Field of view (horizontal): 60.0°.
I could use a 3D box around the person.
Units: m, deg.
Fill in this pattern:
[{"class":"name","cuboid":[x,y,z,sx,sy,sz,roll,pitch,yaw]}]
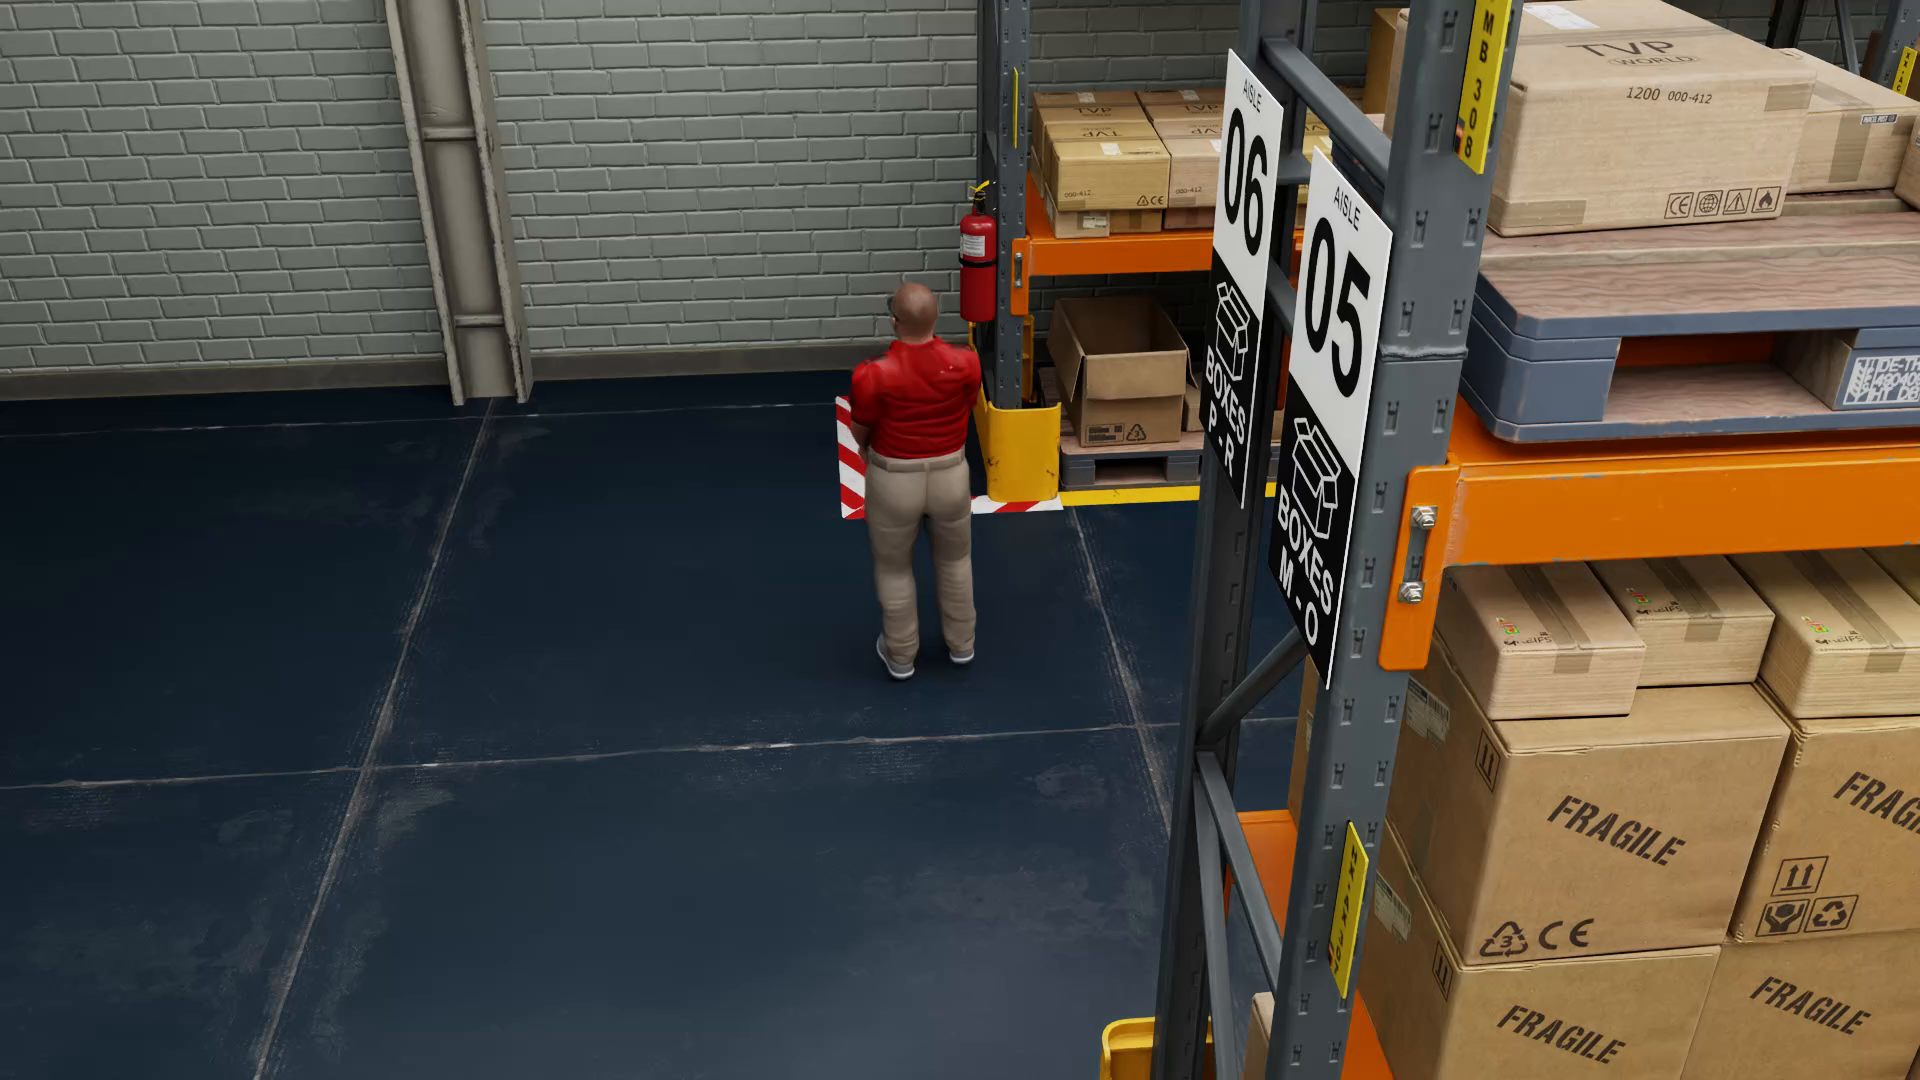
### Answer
[{"class":"person","cuboid":[-0.183,-0.259,6.580,0.547,1.728,0.515,-9,32,-14]}]
